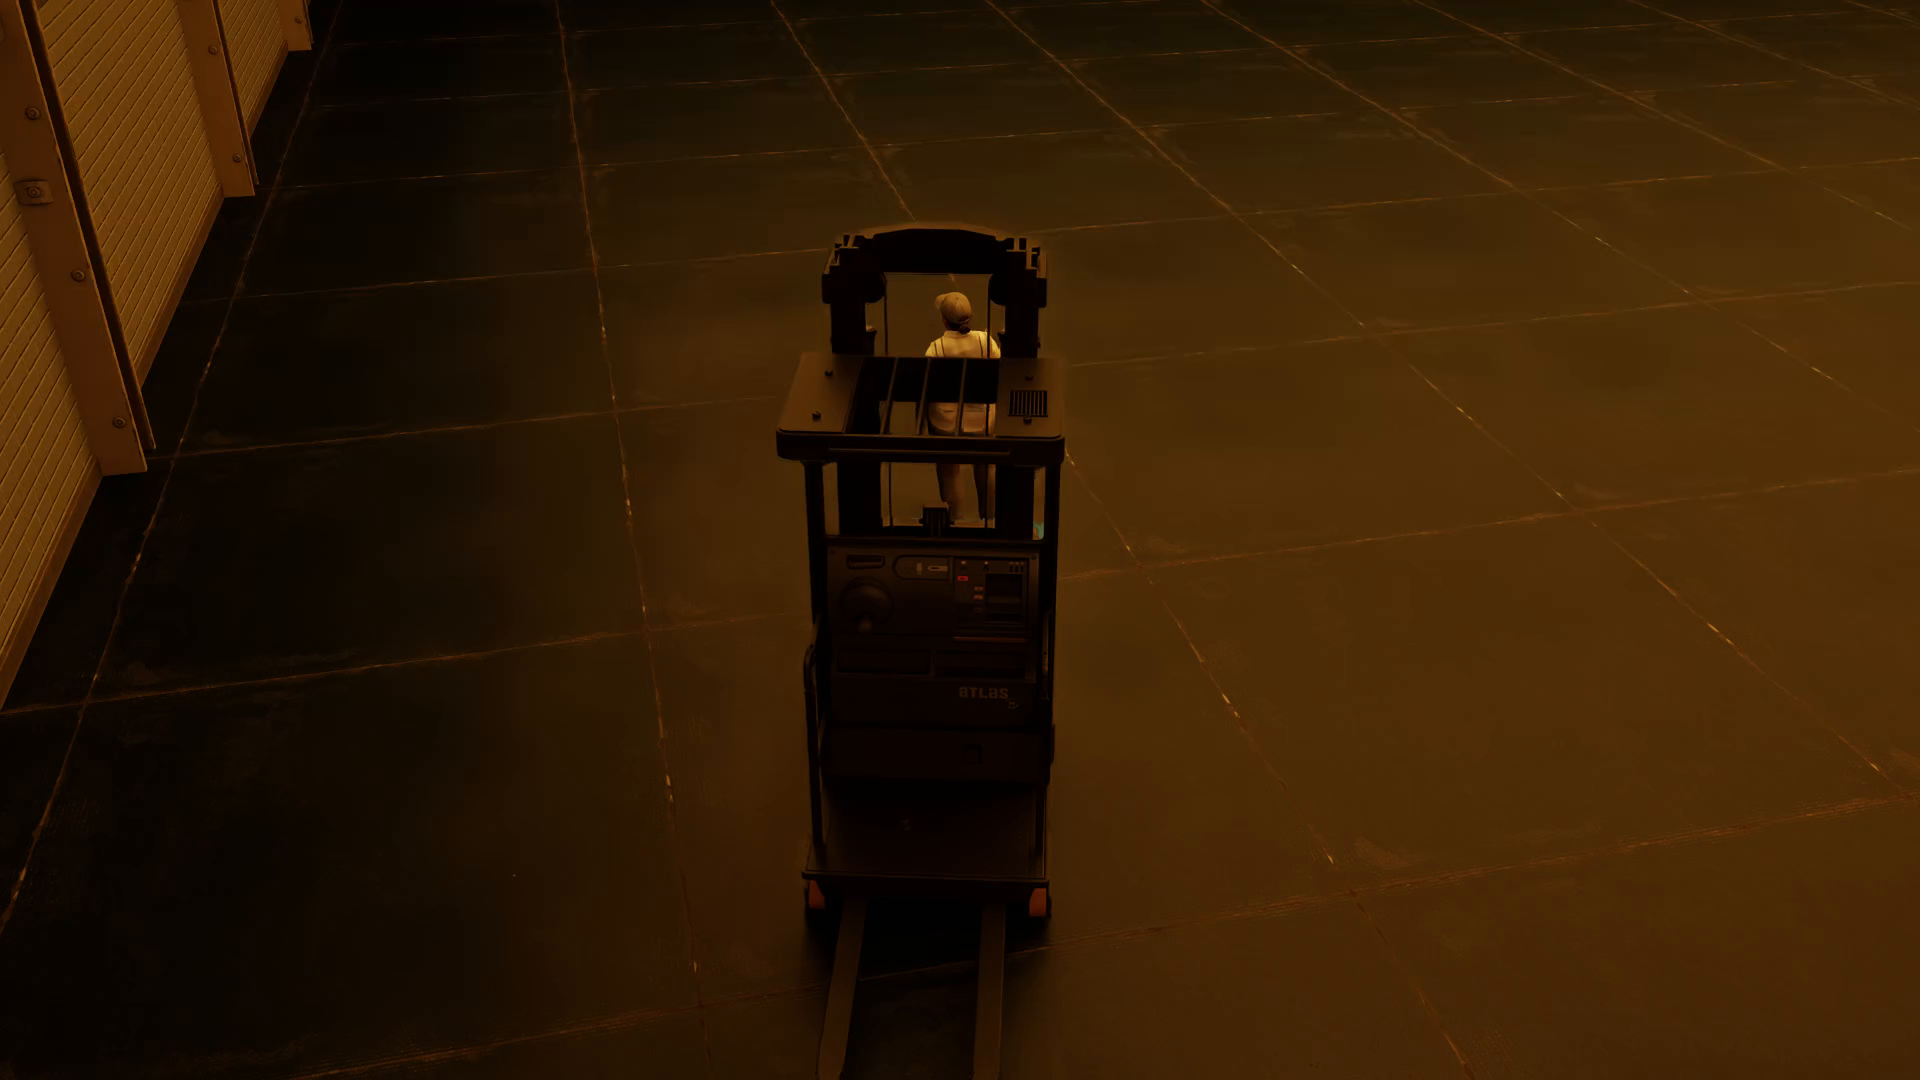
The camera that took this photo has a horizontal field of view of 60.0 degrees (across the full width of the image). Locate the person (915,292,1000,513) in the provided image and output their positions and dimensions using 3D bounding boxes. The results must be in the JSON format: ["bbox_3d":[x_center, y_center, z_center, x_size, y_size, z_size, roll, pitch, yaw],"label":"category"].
[{"bbox_3d":[0.004,-0.767,10.148,0.598,1.670,0.529,-7,31,-12],"label":"person"}]

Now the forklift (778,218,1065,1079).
[{"bbox_3d":[-0.126,0.250,7.144,1.130,2.935,3.031,2,30,3],"label":"forklift"}]
